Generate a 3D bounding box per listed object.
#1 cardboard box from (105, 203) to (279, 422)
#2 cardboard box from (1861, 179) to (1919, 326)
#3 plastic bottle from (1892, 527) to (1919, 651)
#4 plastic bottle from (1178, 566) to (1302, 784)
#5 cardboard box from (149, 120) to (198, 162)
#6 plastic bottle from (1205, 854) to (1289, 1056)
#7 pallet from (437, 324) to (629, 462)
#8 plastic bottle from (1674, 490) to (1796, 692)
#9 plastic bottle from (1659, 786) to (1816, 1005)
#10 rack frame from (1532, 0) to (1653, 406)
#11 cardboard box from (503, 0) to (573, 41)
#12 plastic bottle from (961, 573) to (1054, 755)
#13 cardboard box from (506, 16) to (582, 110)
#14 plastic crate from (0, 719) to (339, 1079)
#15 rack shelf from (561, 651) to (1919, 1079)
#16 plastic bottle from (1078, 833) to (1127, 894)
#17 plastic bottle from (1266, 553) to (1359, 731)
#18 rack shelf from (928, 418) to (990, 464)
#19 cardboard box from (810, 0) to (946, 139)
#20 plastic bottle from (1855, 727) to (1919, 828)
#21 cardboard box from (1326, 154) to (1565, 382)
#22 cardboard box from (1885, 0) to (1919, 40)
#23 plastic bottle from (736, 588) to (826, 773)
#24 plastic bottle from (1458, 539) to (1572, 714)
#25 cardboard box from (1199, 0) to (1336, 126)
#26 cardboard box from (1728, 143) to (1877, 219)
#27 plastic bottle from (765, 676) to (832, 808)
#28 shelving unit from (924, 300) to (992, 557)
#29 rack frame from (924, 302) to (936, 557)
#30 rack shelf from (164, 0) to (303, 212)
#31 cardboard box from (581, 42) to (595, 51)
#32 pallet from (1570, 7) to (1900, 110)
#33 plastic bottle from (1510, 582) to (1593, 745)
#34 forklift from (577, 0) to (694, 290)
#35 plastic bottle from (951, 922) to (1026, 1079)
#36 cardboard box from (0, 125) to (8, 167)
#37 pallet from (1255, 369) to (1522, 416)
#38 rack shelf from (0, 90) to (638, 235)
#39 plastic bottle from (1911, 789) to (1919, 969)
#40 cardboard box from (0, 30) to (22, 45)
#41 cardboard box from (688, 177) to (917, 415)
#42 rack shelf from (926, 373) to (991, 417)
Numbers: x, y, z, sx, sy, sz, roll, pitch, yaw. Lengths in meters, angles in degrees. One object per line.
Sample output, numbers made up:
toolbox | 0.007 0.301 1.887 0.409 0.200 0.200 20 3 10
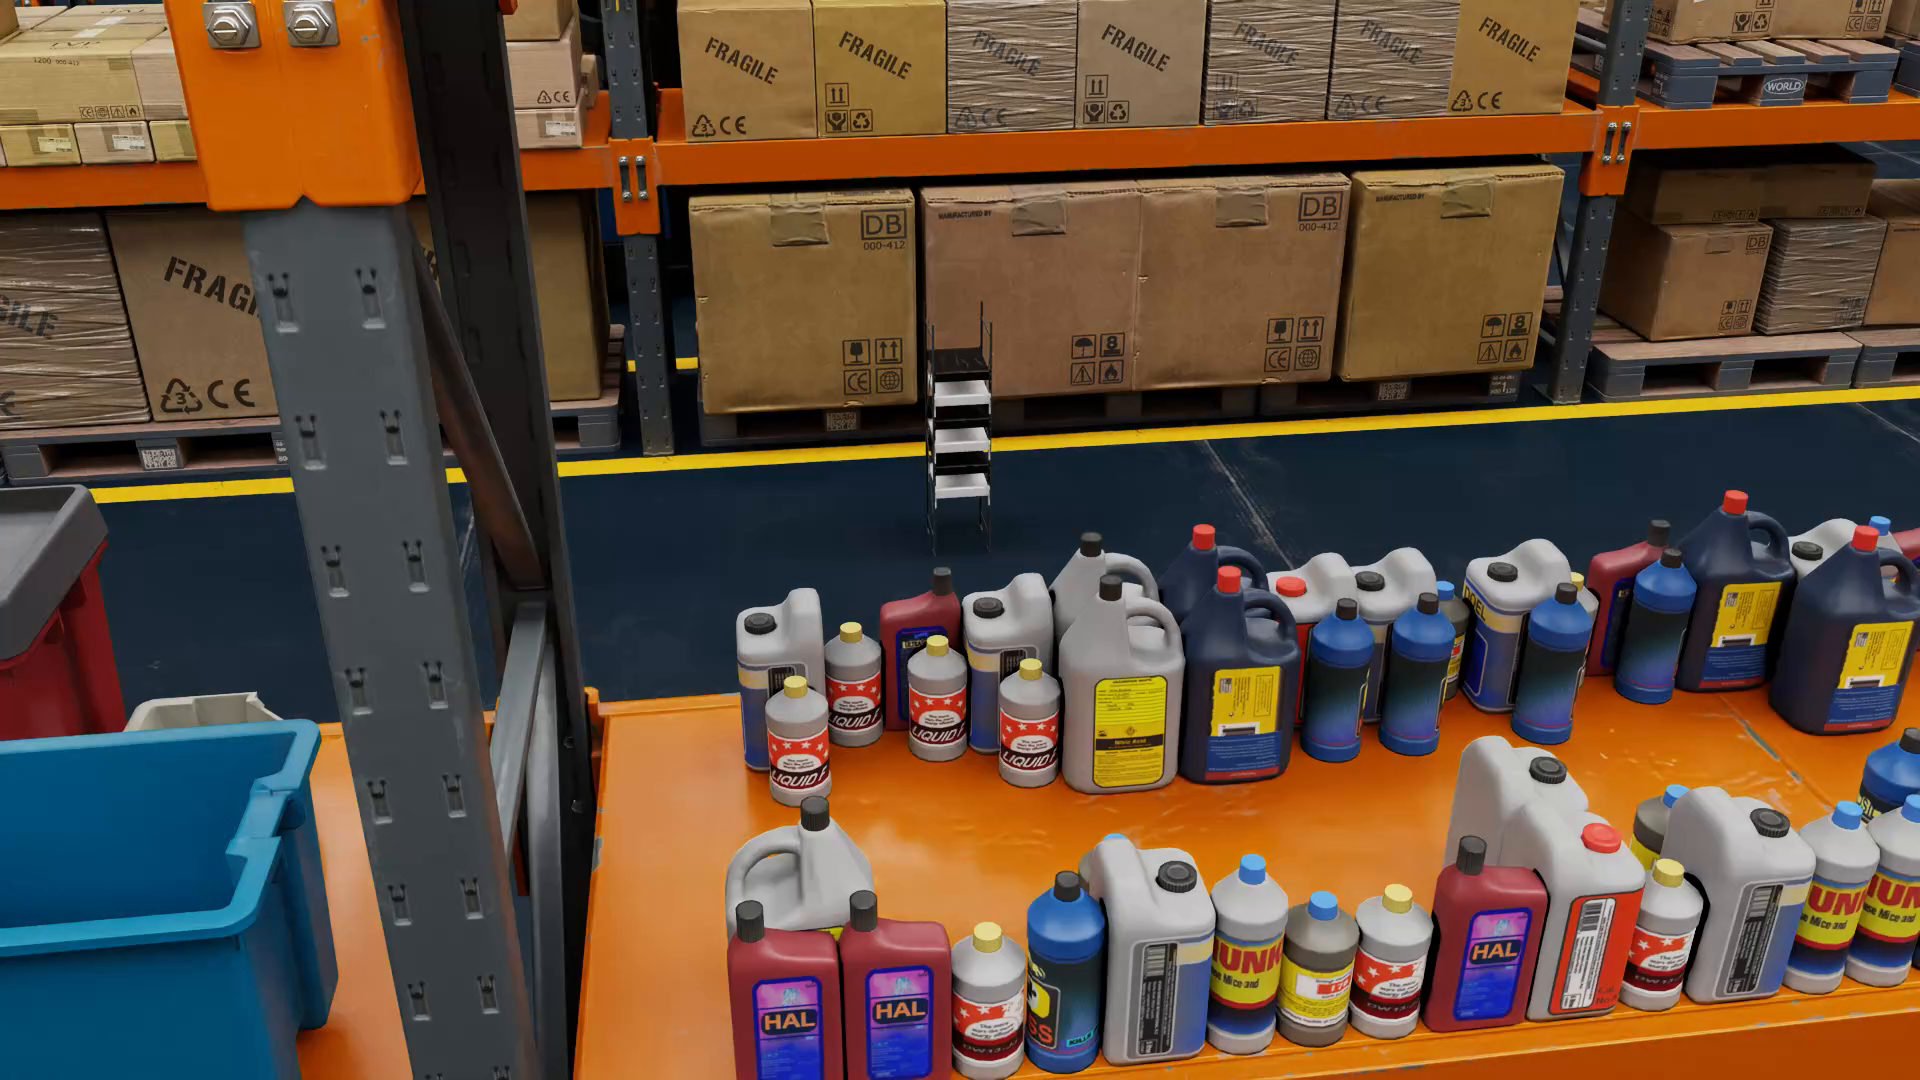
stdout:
cardboard box | -2.879 -1.084 6.945 0.875 0.875 0.875 -4 27 -7
cardboard box | 4.407 -1.376 7.901 0.500 0.500 0.700 -1 27 -3
plastic bottle | 1.704 0.065 2.965 0.133 0.283 0.061 -4 27 -7
plastic bottle | 0.435 0.202 2.624 0.185 0.351 0.144 -4 27 -7
cardboard box | -2.852 -1.545 6.250 0.250 0.149 0.380 -4 27 -8
plastic bottle | 0.360 0.515 2.101 0.097 0.271 0.097 0 27 0
pallet | -2.087 -0.652 7.290 1.213 0.211 1.003 -4 27 -7
plastic bottle | 1.323 0.079 2.865 0.185 0.351 0.144 -4 27 -7
plastic bottle | 1.025 0.458 2.208 0.135 0.276 0.152 -4 27 -7
rack frame | 2.638 -2.160 7.174 0.127 3.000 1.000 -4 27 -7
cardboard box | -1.741 -2.155 6.181 0.500 0.500 0.500 -3 27 -6
plastic bottle | 0.074 0.194 2.722 0.135 0.276 0.152 -4 27 -7
cardboard box | -1.723 -1.825 6.359 0.500 0.250 0.500 -4 27 -8
plastic crate | -1.047 0.498 1.946 0.575 0.384 0.392 -4 27 -7
rack shelf | 1.348 0.526 2.727 4.000 0.370 1.077 -4 27 -7
plastic bottle | 0.205 0.486 2.235 0.097 0.201 0.097 0 27 0
plastic bottle | 0.574 0.162 2.784 0.135 0.276 0.152 -4 27 -7
rack shelf | -0.008 -0.370 6.059 0.200 0.077 0.258 -4 27 -7
cardboard box | -0.335 -1.899 6.555 0.500 0.500 0.500 -4 27 -7
plastic bottle | 1.317 0.387 2.351 0.097 0.271 0.097 0 27 0
cardboard box | 1.952 -1.367 7.496 0.875 0.875 1.225 -5 28 -10
cardboard box | 4.330 -2.283 7.118 0.500 0.250 0.500 -4 27 -9
plastic bottle | -0.287 0.217 2.677 0.135 0.276 0.152 -4 27 -7
plastic bottle | 0.937 0.139 2.830 0.135 0.276 0.152 -4 27 -7
cardboard box | 1.176 -1.998 6.748 0.500 0.500 0.500 -5 28 -9
cardboard box | 3.821 -1.672 7.657 0.500 0.250 0.500 -1 27 -1
plastic bottle | -0.252 0.306 2.586 0.097 0.201 0.097 0 27 0
shelving unit | -0.008 -0.400 6.044 0.210 0.900 0.258 -4 27 -7
rack frame | -0.109 -0.393 6.031 0.006 0.900 0.240 -4 27 -7
rack shelf | -2.613 -0.554 1.546 4.000 0.370 1.077 -4 27 -7
cardboard box | -2.565 -3.419 11.638 0.250 0.149 0.380 -2 27 -5
pallet | 3.329 -2.168 7.400 1.003 0.211 1.213 -4 27 -7
plastic bottle | 0.972 0.196 2.723 0.097 0.271 0.097 0 27 0
forklift | -1.189 -2.874 8.641 3.031 2.935 1.130 -7 28 -13
plastic bottle | 0.034 0.567 2.076 0.097 0.201 0.097 0 27 0
cardboard box | -3.613 -1.496 6.155 0.250 0.149 0.380 -4 27 -8
pallet | 1.847 -0.903 7.779 1.213 0.211 1.003 -4 27 -7
rack shelf | -3.303 -1.458 6.595 4.000 0.370 1.077 -4 27 -7
plastic bottle | 1.377 0.404 2.232 0.185 0.351 0.144 -4 27 -7
cardboard box | -3.759 -1.692 6.100 0.500 0.250 0.500 -5 28 -9
cardboard box | -0.692 -1.197 7.164 0.875 0.875 1.225 -4 27 -7
rack shelf | -0.008 -0.530 5.977 0.200 0.077 0.258 -4 27 -7
